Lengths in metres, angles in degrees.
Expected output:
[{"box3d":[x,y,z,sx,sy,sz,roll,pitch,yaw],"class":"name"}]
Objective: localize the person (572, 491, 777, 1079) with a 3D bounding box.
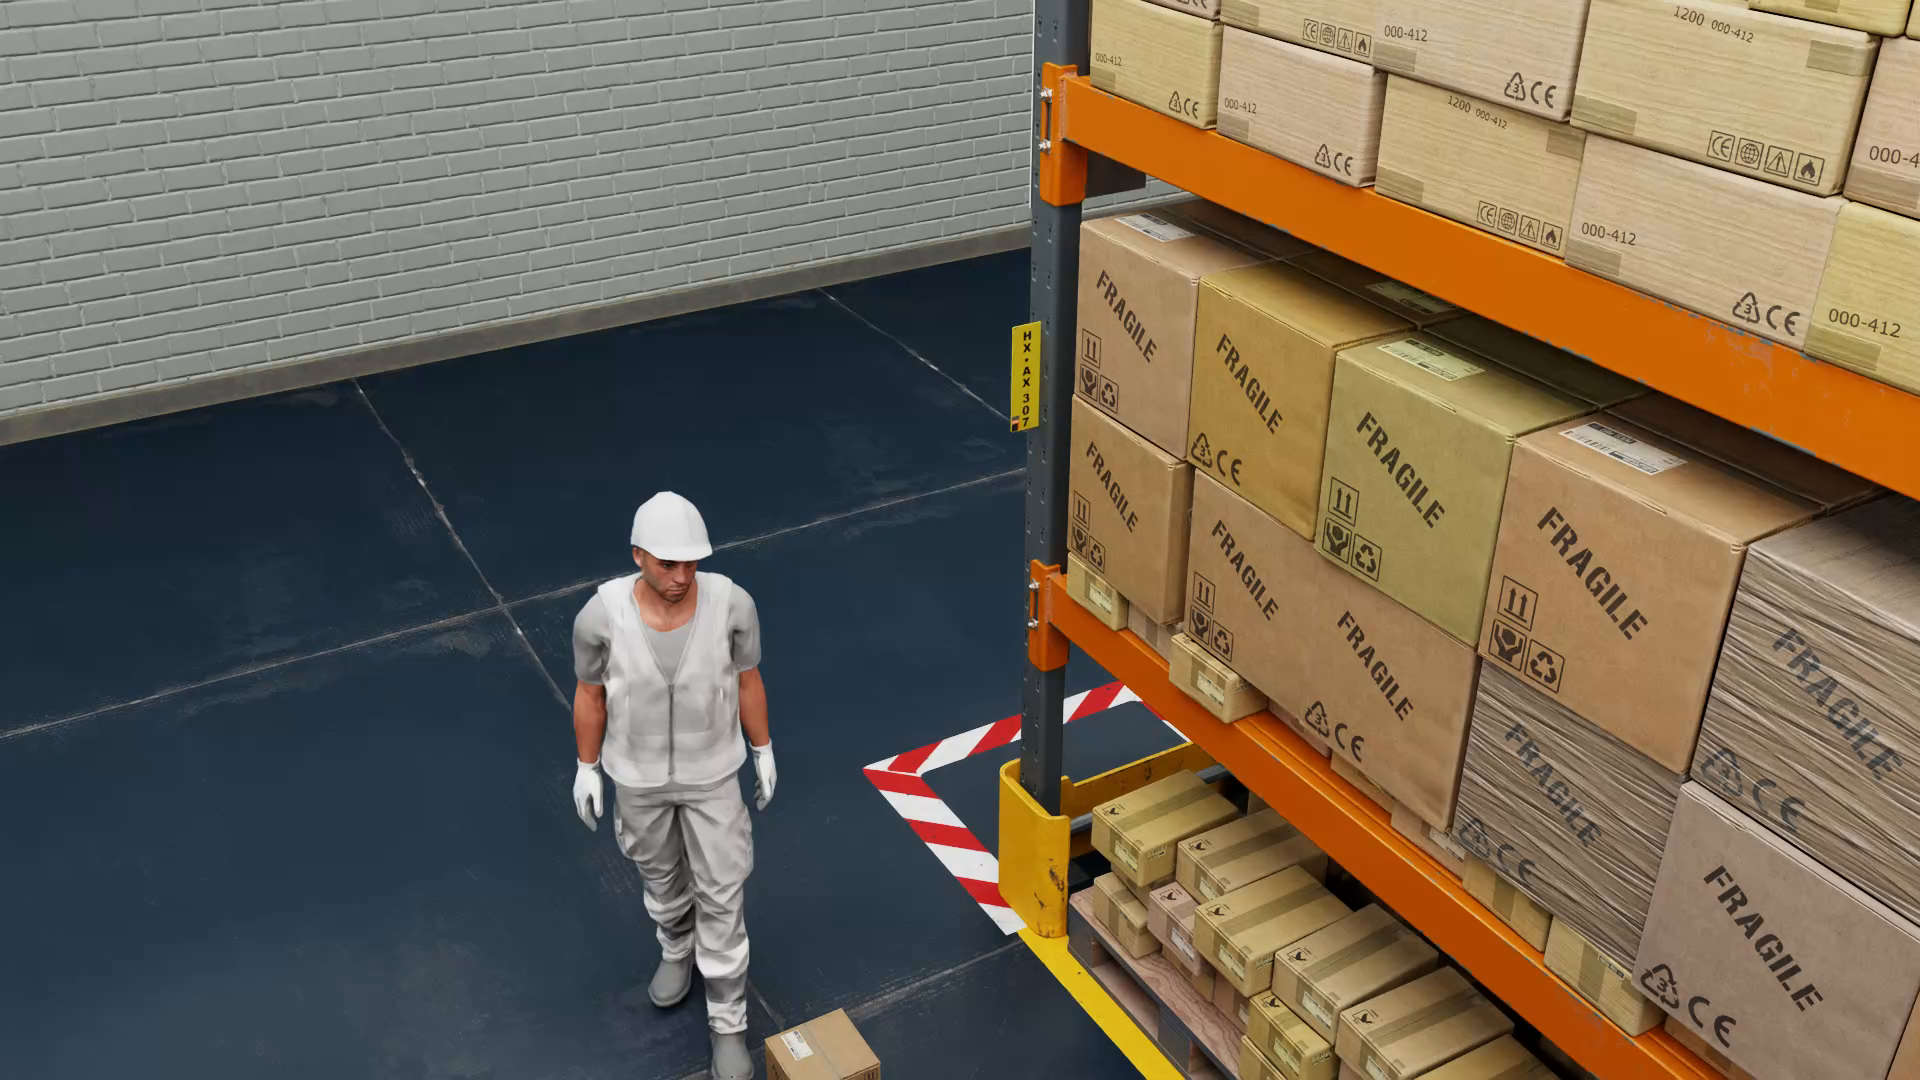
[{"box3d":[-0.820,0.724,4.757,0.592,1.777,0.696,-4,29,-7],"class":"person"}]
